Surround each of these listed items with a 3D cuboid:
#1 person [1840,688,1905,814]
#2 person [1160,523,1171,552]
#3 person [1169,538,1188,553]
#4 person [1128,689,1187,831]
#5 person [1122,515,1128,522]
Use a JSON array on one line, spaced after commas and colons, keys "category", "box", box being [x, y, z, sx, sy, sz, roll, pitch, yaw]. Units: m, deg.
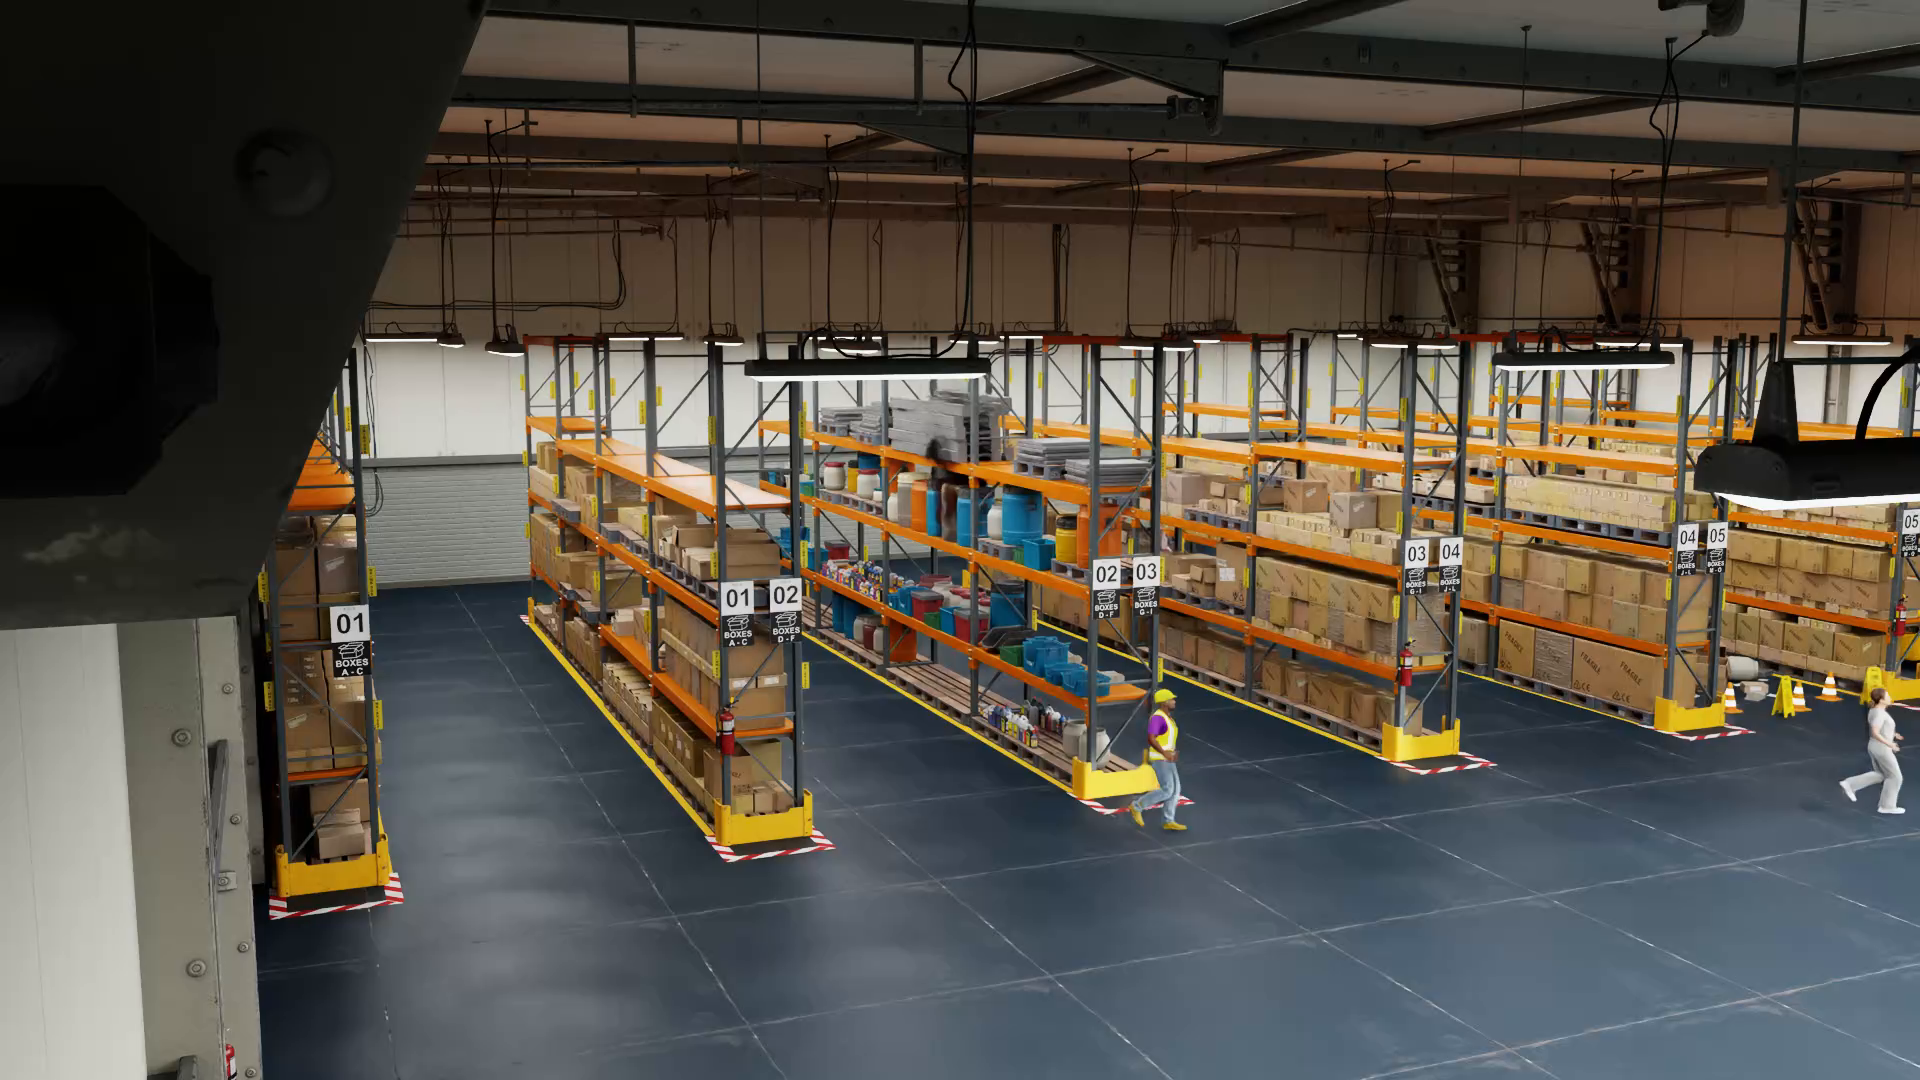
[{"category": "person", "box": [11.761, 2.695, 21.333, 0.752, 1.628, 0.571, 2, 8, 17]}, {"category": "person", "box": [4.527, 0.404, 37.812, 0.673, 1.776, 0.987, -4, 9, -27]}, {"category": "person", "box": [5.486, -0.061, 41.930, 0.747, 1.647, 0.731, 4, 9, 28]}, {"category": "person", "box": [2.504, 2.722, 20.797, 0.723, 1.723, 0.738, 2, 8, 12]}, {"category": "person", "box": [3.766, 0.230, 39.442, 0.774, 1.720, 0.656, -1, 8, -10]}]
